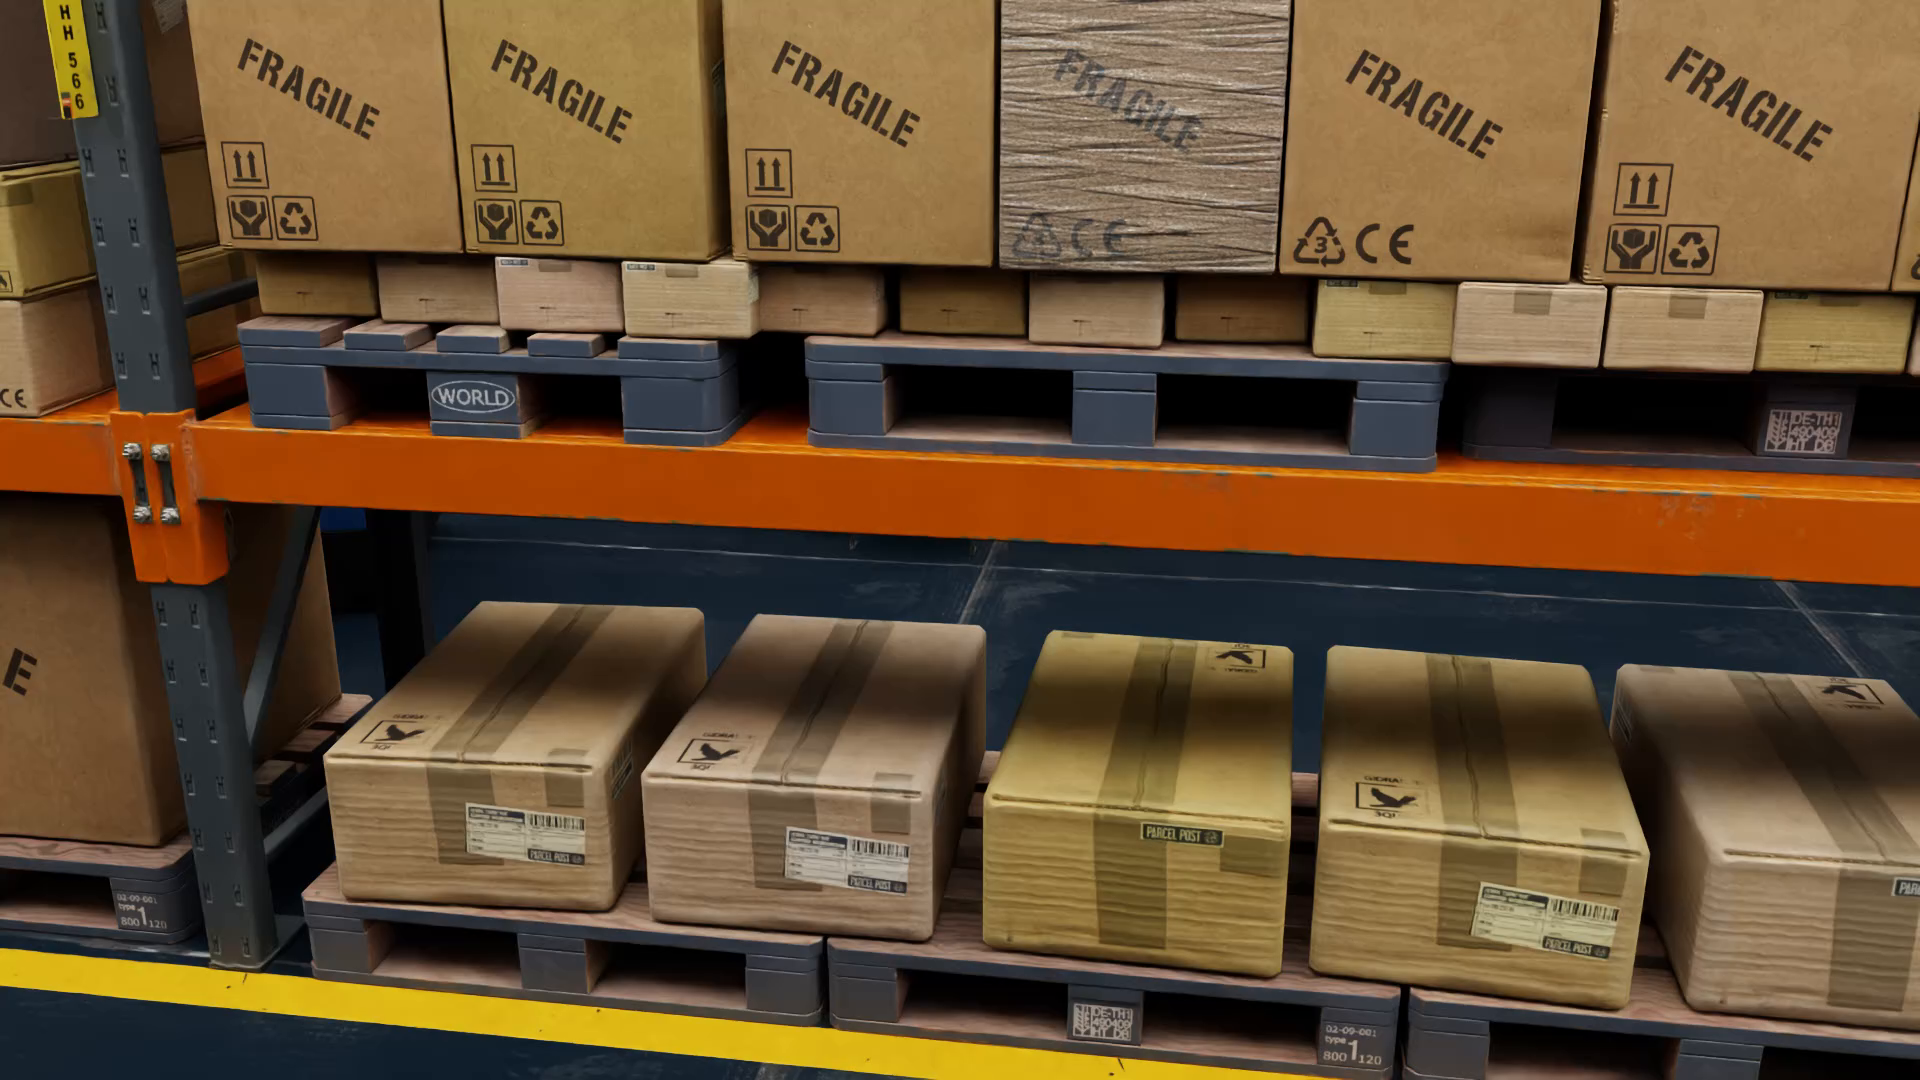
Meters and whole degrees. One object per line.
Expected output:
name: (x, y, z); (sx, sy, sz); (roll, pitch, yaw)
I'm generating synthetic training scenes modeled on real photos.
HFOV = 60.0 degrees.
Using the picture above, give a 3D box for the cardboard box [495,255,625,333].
cardboard box: (-0.763, -0.537, 3.416); (0.250, 0.149, 0.380); (2, 19, 5)

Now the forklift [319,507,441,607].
forklift: (-3.596, -1.231, 5.863); (3.031, 2.935, 1.130); (-3, 19, -8)

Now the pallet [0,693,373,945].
pallet: (-2.358, 0.674, 4.455); (1.213, 0.211, 1.003); (3, 19, 9)

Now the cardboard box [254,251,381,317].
cardboard box: (-1.300, -0.590, 3.574); (0.250, 0.149, 0.380); (2, 19, 5)

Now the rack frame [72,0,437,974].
rack frame: (-1.591, -0.585, 3.824); (0.127, 3.000, 1.000); (3, 19, 9)

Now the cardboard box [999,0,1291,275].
cardboard box: (0.350, -0.801, 3.182); (0.500, 0.500, 0.500); (2, 19, 7)

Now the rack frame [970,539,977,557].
rack frame: (0.077, -0.992, 6.458); (0.015, 2.100, 0.400); (3, 19, 9)

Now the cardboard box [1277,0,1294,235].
cardboard box: (0.451, -0.961, 3.661); (0.500, 0.500, 0.500); (2, 19, 6)

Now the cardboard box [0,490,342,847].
cardboard box: (-2.260, 0.163, 4.276); (0.875, 0.875, 0.875); (3, 19, 8)

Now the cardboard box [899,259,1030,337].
cardboard box: (0.040, -0.527, 3.386); (0.250, 0.149, 0.380); (4, 19, 11)

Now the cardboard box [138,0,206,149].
cardboard box: (-2.040, -1.208, 3.952); (0.500, 0.500, 0.500); (2, 19, 7)

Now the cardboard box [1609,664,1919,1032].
cardboard box: (1.840, 0.638, 3.649); (0.625, 0.372, 0.950); (3, 19, 9)

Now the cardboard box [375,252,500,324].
cardboard box: (-1.026, -0.566, 3.500); (0.250, 0.149, 0.380); (2, 19, 5)

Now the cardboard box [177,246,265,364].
cardboard box: (-2.035, -0.617, 4.157); (0.500, 0.250, 0.500); (3, 19, 8)

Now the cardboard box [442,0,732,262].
cardboard box: (-0.668, -0.853, 3.338); (0.500, 0.500, 0.500); (4, 19, 11)

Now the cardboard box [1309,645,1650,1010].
cardboard box: (1.129, 0.603, 3.754); (0.625, 0.372, 0.950); (4, 19, 12)

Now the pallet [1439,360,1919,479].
pallet: (1.626, -0.377, 3.504); (1.213, 0.211, 1.003); (3, 19, 9)

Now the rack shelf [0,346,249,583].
rack shelf: (-3.566, -0.344, 4.239); (4.000, 0.370, 1.077); (3, 19, 9)

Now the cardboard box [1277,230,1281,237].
cardboard box: (0.834, -0.635, 3.708); (0.250, 0.149, 0.380); (3, 19, 9)

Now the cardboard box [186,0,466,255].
cardboard box: (-1.184, -0.877, 3.410); (0.500, 0.500, 0.500); (2, 19, 7)

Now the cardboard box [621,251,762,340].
cardboard box: (-0.495, -0.517, 3.355); (0.250, 0.149, 0.380); (3, 19, 9)

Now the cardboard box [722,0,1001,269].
cardboard box: (-0.143, -0.829, 3.264); (0.500, 0.500, 0.500); (3, 19, 10)

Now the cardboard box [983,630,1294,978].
cardboard box: (0.443, 0.568, 3.857); (0.625, 0.372, 0.950); (4, 19, 10)

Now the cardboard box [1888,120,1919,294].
cardboard box: (1.865, -0.723, 2.947); (0.500, 0.500, 0.500); (3, 19, 8)

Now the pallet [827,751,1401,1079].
pallet: (0.381, 0.839, 3.962); (1.213, 0.211, 1.003); (3, 19, 9)

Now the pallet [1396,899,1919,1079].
pallet: (1.589, 0.900, 3.780); (1.213, 0.211, 1.003); (3, 19, 9)

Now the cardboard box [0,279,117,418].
cardboard box: (-2.132, -0.458, 3.680); (0.500, 0.250, 0.500); (2, 19, 7)

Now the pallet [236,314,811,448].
pallet: (-0.871, -0.491, 3.847); (1.003, 0.211, 1.213); (3, 19, 9)

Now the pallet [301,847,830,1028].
pallet: (-0.820, 0.777, 4.147); (1.213, 0.211, 1.003); (3, 19, 9)

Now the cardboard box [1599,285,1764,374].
cardboard box: (1.288, -0.424, 3.076); (0.250, 0.149, 0.380); (3, 19, 8)

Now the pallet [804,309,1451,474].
pallet: (0.370, -0.407, 3.595); (1.213, 0.211, 1.003); (3, 19, 9)

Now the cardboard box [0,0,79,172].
cardboard box: (-2.143, -1.051, 3.482); (0.500, 0.500, 0.500); (2, 19, 7)

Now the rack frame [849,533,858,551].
rack frame: (-0.404, -1.016, 6.532); (0.015, 2.100, 0.400); (3, 19, 9)

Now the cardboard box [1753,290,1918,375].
cardboard box: (1.549, -0.422, 3.070); (0.250, 0.149, 0.380); (2, 19, 7)

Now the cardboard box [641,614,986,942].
cardboard box: (-0.305, 0.528, 3.976); (0.625, 0.372, 0.950); (3, 19, 8)

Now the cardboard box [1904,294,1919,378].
cardboard box: (1.806, -0.403, 3.014); (0.250, 0.149, 0.380); (3, 19, 9)

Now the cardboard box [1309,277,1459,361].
cardboard box: (0.801, -0.459, 3.181); (0.250, 0.149, 0.380); (3, 19, 9)

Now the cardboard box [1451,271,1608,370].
cardboard box: (1.036, -0.435, 3.111); (0.250, 0.149, 0.380); (3, 19, 9)

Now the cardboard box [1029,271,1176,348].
cardboard box: (0.288, -0.494, 3.285); (0.250, 0.149, 0.380); (4, 19, 10)

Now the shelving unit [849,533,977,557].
shelving unit: (-0.163, -1.004, 6.495); (0.503, 2.100, 0.431); (3, 19, 9)

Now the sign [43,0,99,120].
sign: (-1.676, -0.960, 3.120); (0.005, 0.325, 0.100); (3, 19, 9)

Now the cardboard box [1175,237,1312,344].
cardboard box: (0.557, -0.504, 3.317); (0.250, 0.149, 0.380); (2, 19, 7)

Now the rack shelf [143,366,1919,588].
rack shelf: (0.383, -0.143, 3.637); (4.000, 0.370, 1.077); (3, 19, 9)

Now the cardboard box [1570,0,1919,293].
cardboard box: (1.376, -0.747, 3.020); (0.500, 0.500, 0.500); (3, 19, 9)

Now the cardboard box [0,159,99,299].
cardboard box: (-2.110, -0.696, 3.603); (0.500, 0.250, 0.500); (3, 19, 8)

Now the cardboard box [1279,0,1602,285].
cardboard box: (0.867, -0.775, 3.104); (0.500, 0.500, 0.500); (4, 19, 11)

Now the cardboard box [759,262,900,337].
cardboard box: (-0.245, -0.529, 3.392); (0.250, 0.149, 0.380); (4, 19, 12)

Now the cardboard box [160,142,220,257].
cardboard box: (-2.053, -0.854, 4.076); (0.500, 0.250, 0.500); (3, 19, 8)

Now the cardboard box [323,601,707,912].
cardboard box: (-1.035, 0.494, 4.080); (0.625, 0.372, 0.950); (2, 19, 5)

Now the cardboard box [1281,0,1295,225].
cardboard box: (0.960, -0.939, 3.593); (0.500, 0.500, 0.500); (3, 19, 8)
